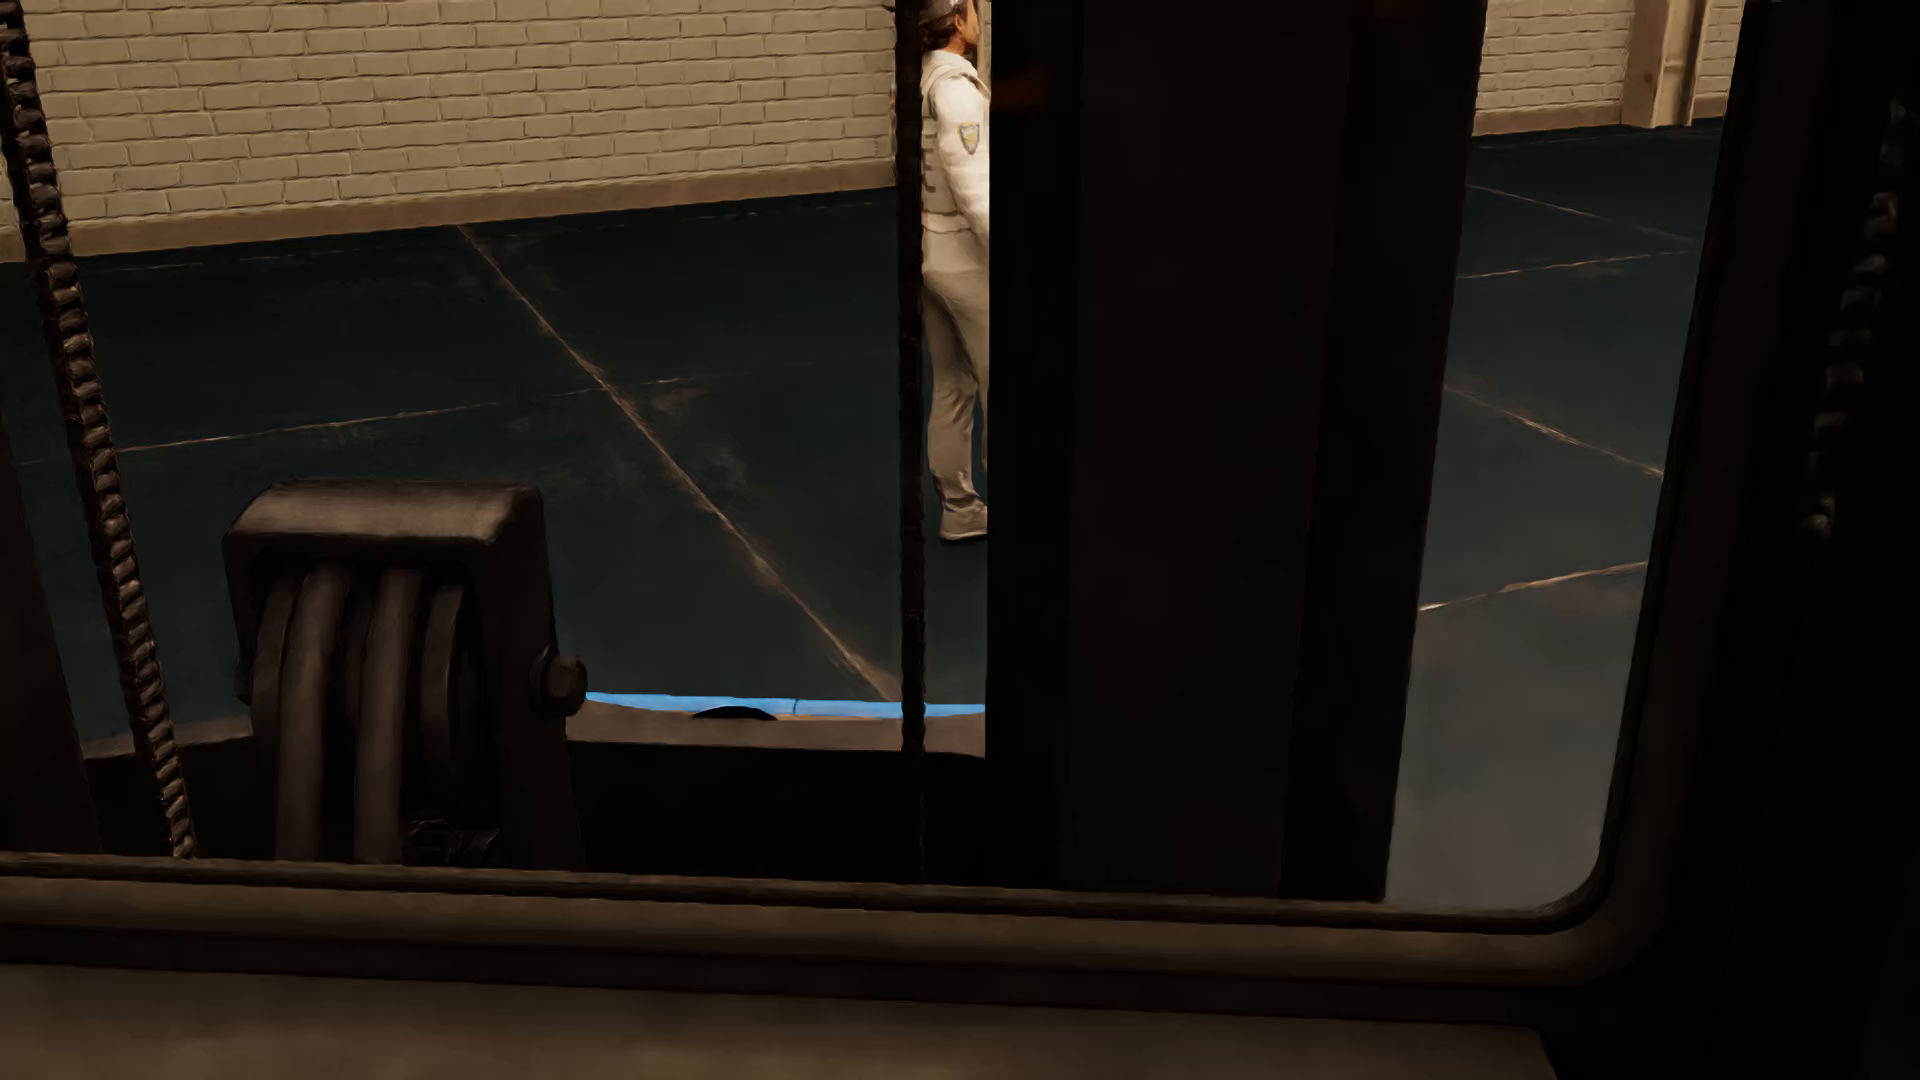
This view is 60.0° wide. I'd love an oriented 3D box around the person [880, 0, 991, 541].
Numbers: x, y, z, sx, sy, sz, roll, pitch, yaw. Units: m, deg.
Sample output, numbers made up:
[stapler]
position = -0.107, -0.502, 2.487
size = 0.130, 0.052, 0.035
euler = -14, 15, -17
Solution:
[person]
position = 0.064, -0.798, 4.799
size = 0.532, 1.695, 0.586
euler = -10, 25, -23
